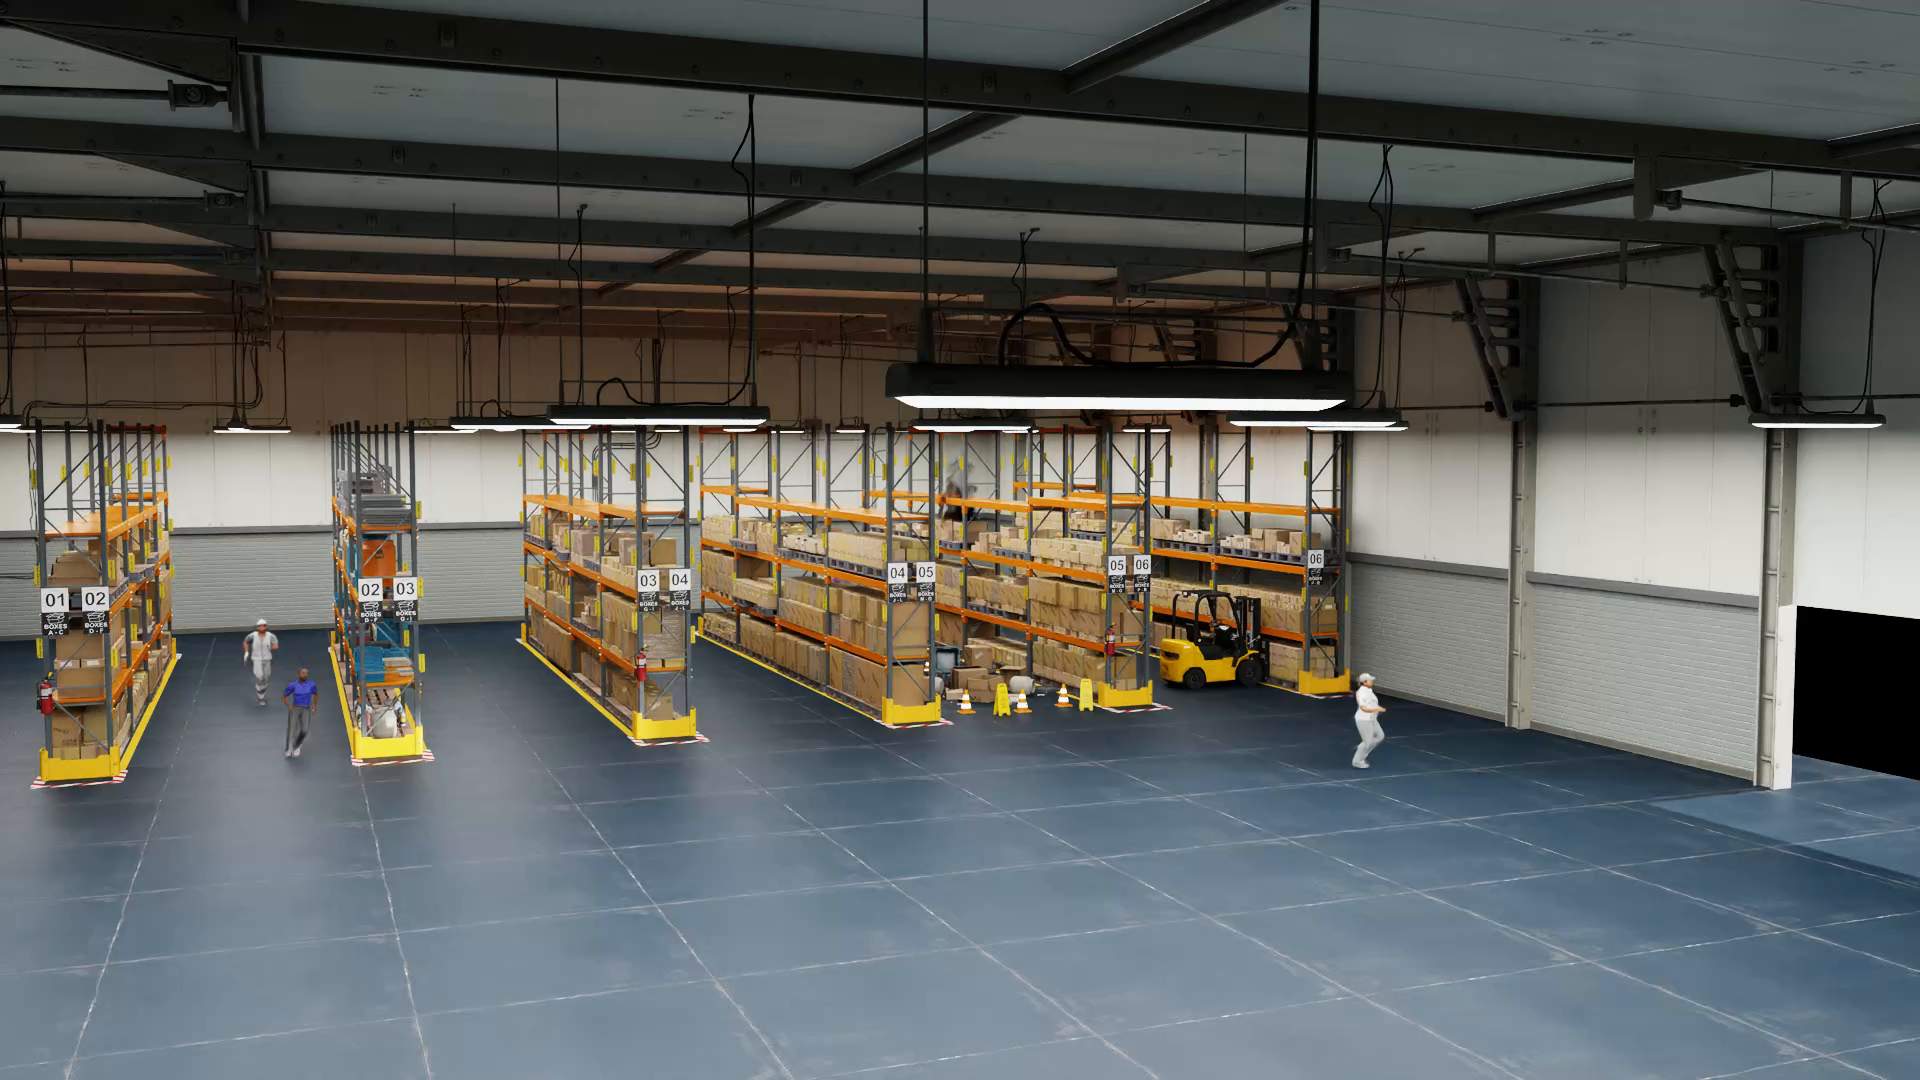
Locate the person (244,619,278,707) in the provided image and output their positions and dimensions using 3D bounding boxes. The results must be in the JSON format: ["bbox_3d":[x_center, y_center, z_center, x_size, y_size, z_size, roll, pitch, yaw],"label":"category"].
[{"bbox_3d":[-14.890,2.607,35.466,0.643,1.844,0.876,-2,4,-34],"label":"person"}]

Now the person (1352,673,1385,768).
[{"bbox_3d":[7.060,3.115,28.635,0.576,1.629,0.591,2,4,23],"label":"person"}]

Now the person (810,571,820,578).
[{"bbox_3d":[-4.402,1.686,50.744,0.674,1.802,0.712,-1,4,-18],"label":"person"}]

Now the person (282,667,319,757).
[{"bbox_3d":[-11.721,3.067,29.594,0.637,1.605,0.559,-2,4,-29],"label":"person"}]
